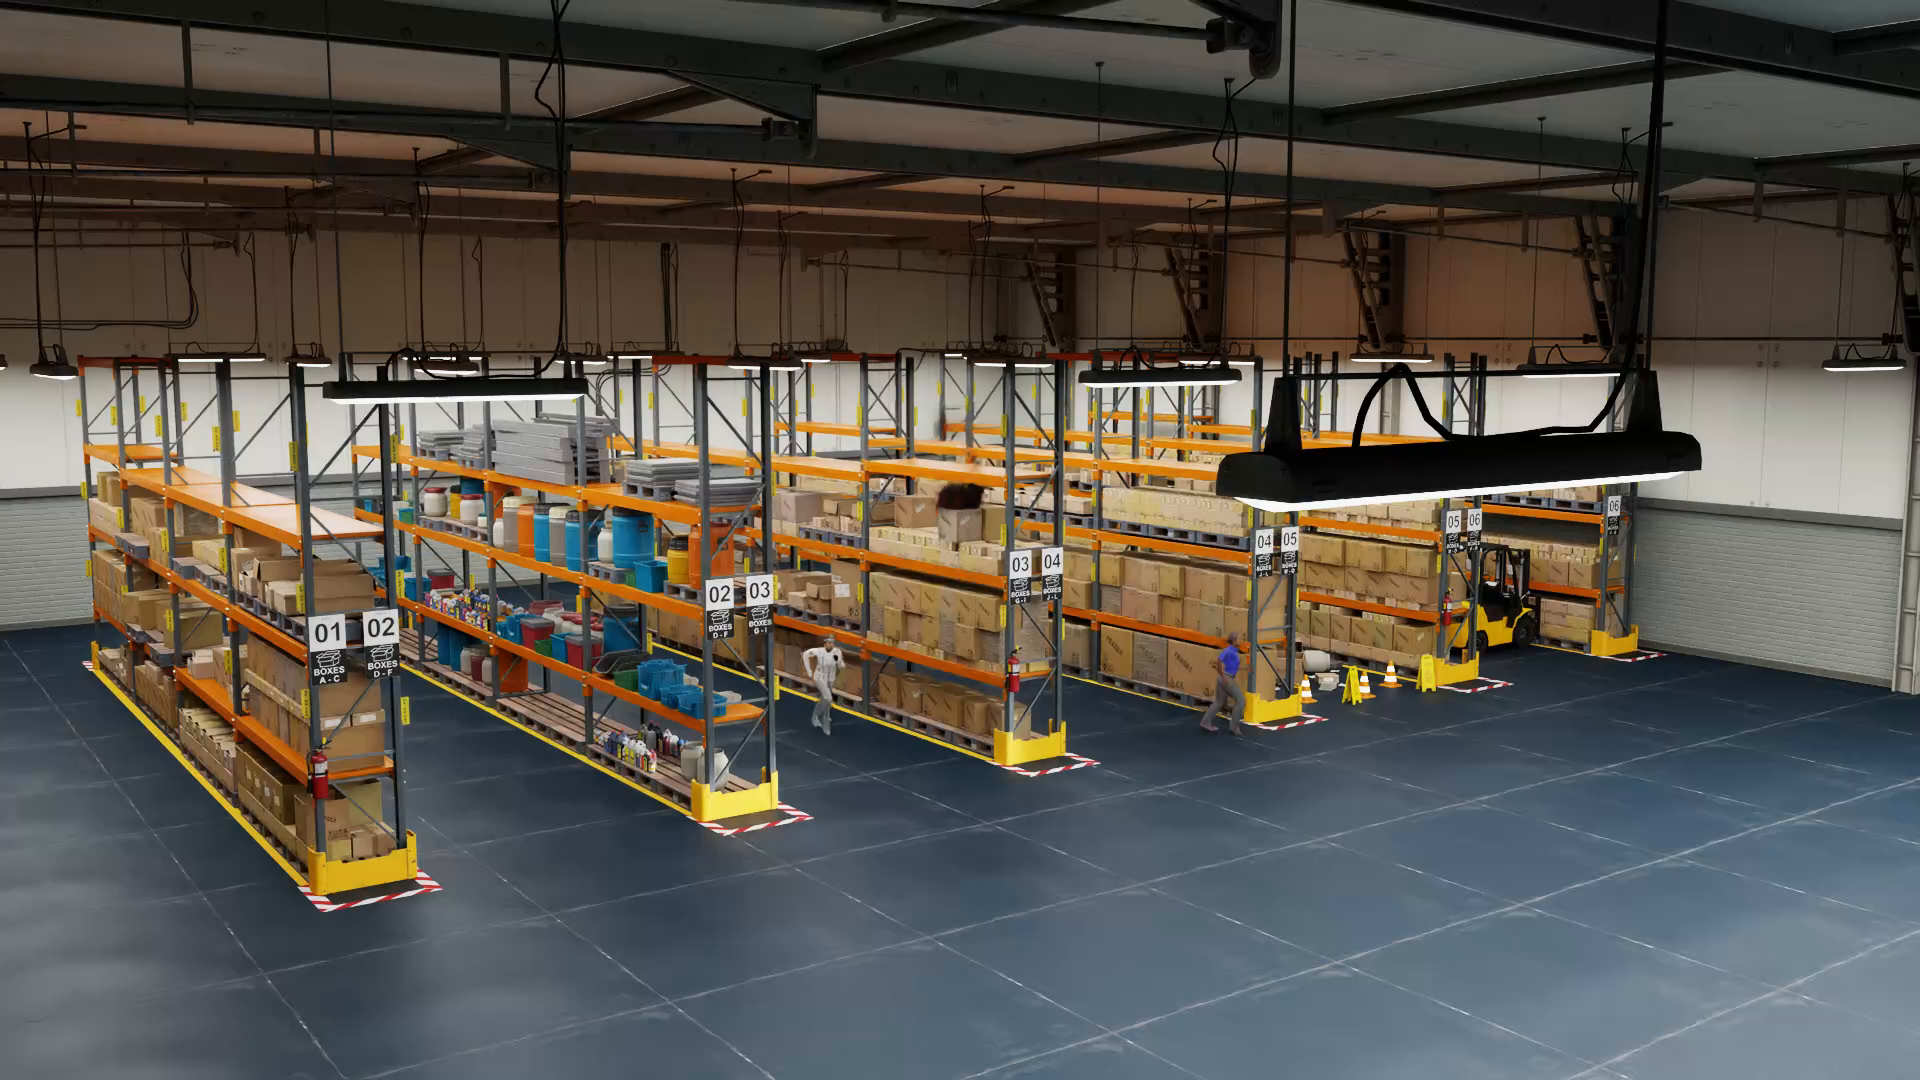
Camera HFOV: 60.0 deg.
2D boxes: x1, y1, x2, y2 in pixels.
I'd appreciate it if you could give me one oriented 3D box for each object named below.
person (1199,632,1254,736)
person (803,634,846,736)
[{"bbox_3d":[4.287,2.319,26.627,0.832,1.706,0.507,0,7,2],"label":"person"},{"bbox_3d":[-2.184,2.289,26.693,0.603,1.647,0.892,-5,8,-33],"label":"person"}]
